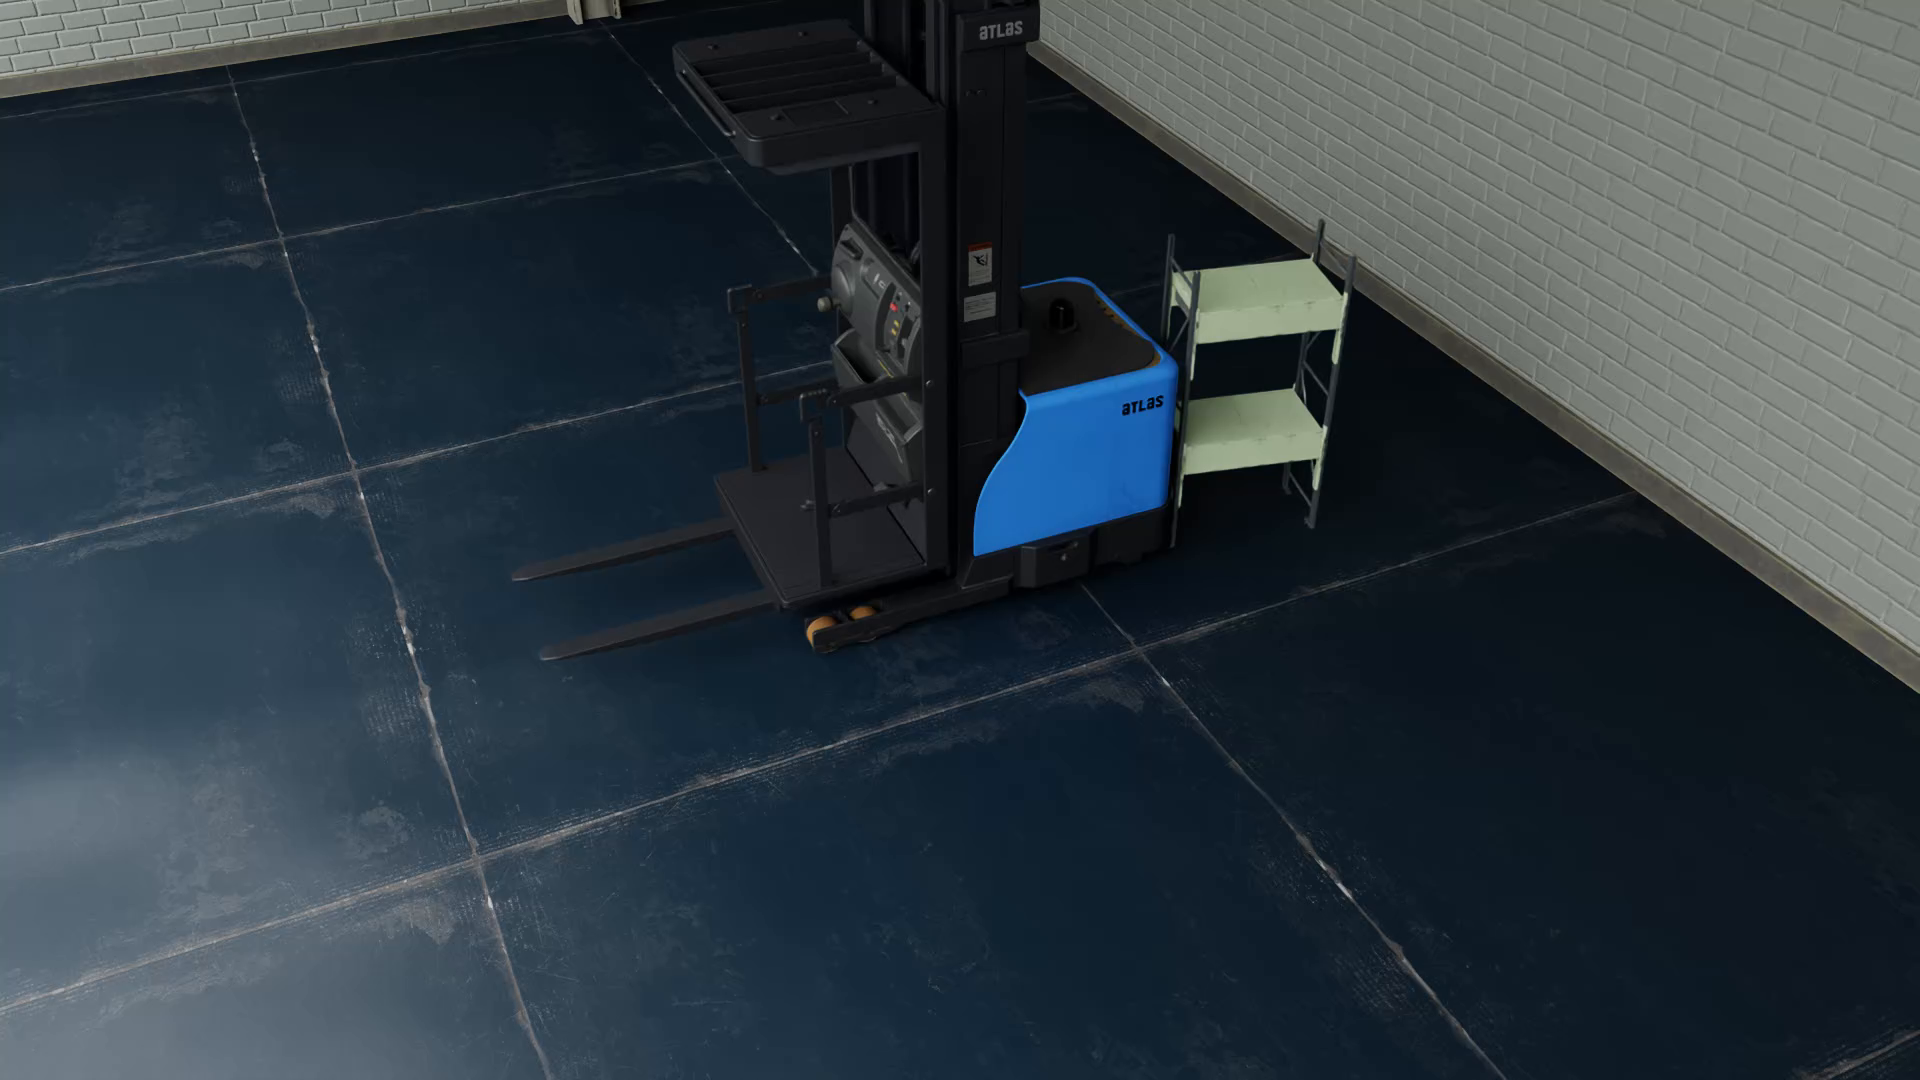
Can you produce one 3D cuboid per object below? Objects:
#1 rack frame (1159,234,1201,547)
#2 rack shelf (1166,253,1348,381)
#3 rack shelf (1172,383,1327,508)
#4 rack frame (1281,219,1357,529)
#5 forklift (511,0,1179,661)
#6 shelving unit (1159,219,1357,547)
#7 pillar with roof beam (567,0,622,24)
[{"bbox_3d":[1.007,-0.685,7.915,0.023,1.500,0.400,-7,37,-10],"label":"rack frame"},{"bbox_3d":[1.365,-1.045,7.744,0.720,0.370,0.431,-7,37,-10],"label":"rack shelf"},{"bbox_3d":[1.365,-0.469,8.171,0.720,0.370,0.431,-7,37,-10],"label":"rack shelf"},{"bbox_3d":[1.723,-0.777,8.039,0.023,1.500,0.400,-7,37,-10],"label":"rack frame"},{"bbox_3d":[-0.552,-1.022,7.168,3.031,2.935,1.130,-15,39,-19],"label":"forklift"},{"bbox_3d":[1.365,-0.731,7.977,0.755,1.500,0.431,-7,37,-10],"label":"shelving unit"},{"bbox_3d":[-1.322,-5.819,8.542,0.400,9.000,9.100,-16,39,-20],"label":"pillar with roof beam"}]
